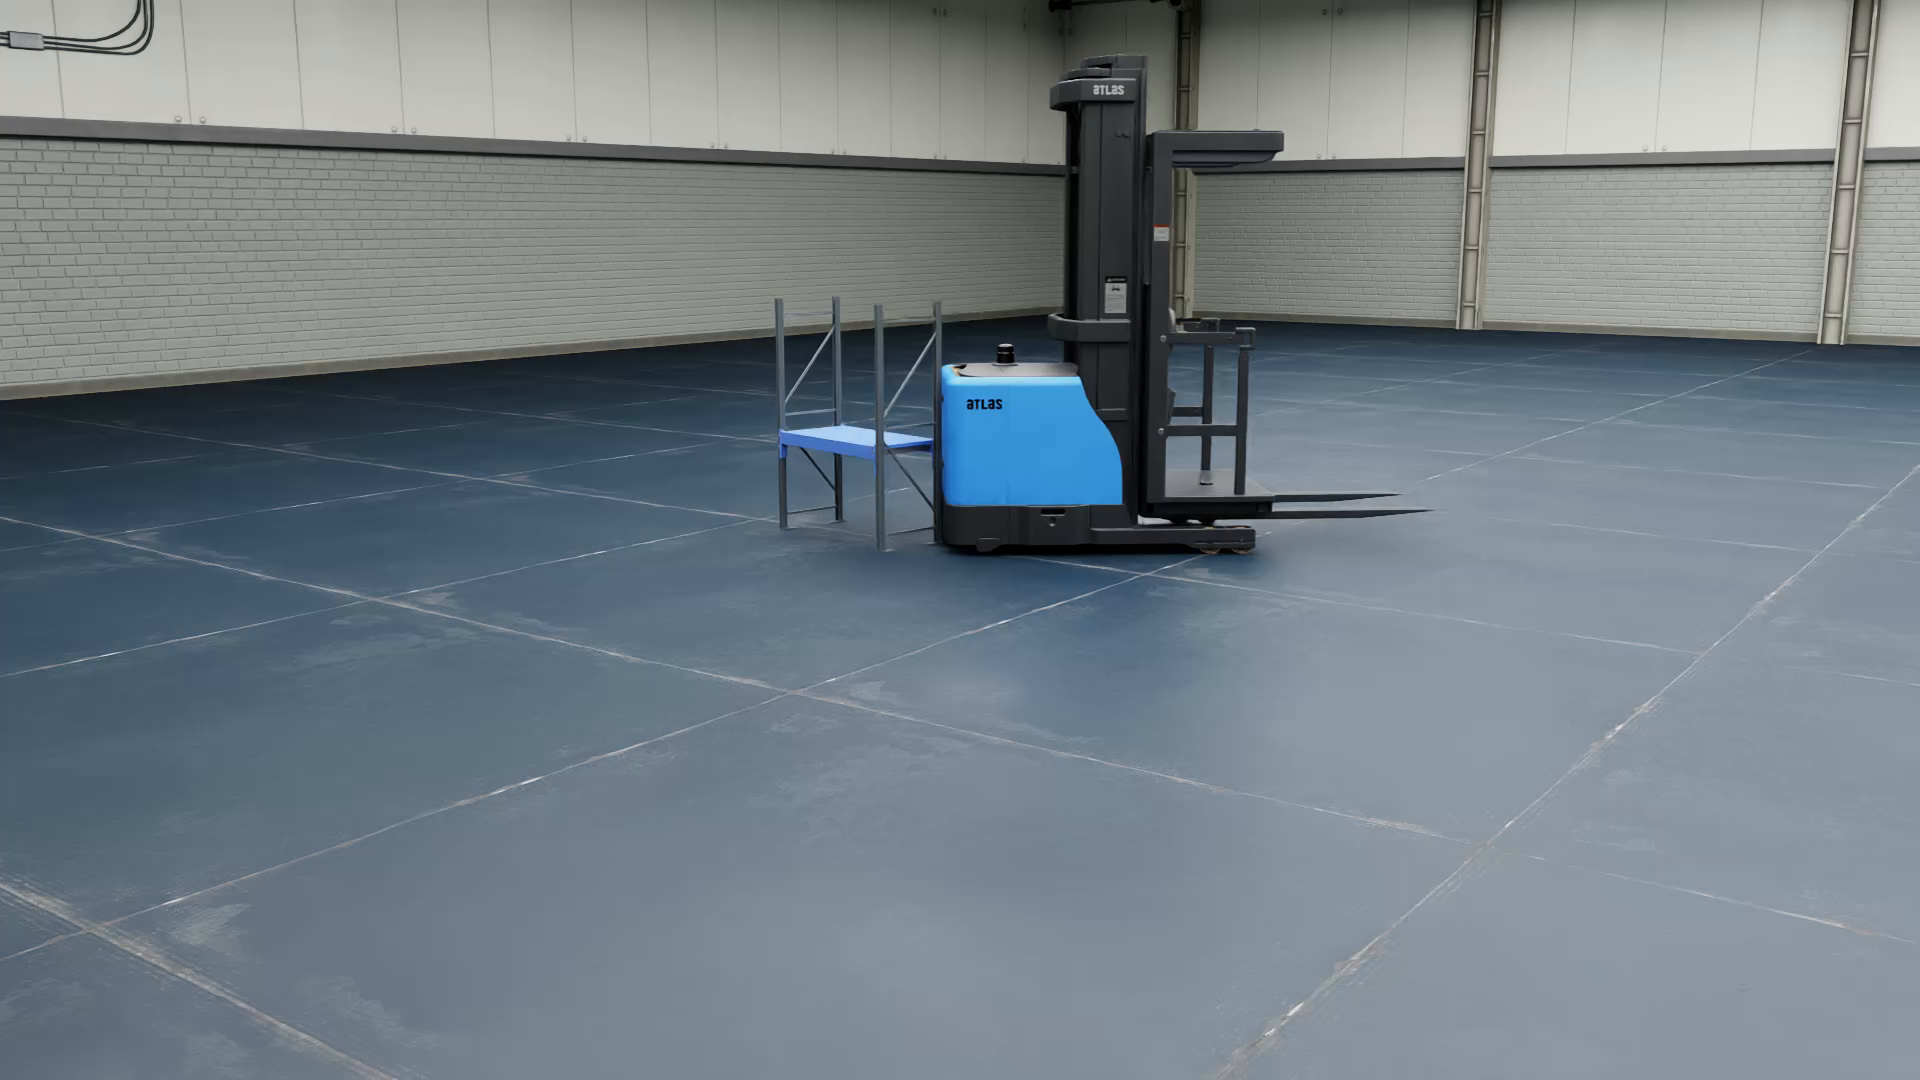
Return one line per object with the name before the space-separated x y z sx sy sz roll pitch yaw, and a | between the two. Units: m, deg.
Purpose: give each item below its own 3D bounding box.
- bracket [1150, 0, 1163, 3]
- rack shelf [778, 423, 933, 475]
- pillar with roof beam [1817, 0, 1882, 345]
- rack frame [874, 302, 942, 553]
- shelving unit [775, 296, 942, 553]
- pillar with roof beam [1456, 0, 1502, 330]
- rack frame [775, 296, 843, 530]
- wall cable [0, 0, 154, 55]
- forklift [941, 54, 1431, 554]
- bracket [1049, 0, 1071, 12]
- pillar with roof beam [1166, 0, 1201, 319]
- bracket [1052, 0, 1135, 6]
bracket | 3.973 -10.726 32.804 0.430 0.232 0.235 8 13 36
rack shelf | -0.647 -0.584 10.545 0.538 0.185 1.000 -9 14 -40
pillar with roof beam | 11.642 -6.958 22.805 0.400 9.000 9.100 8 13 36
rack frame | -0.311 -0.688 10.136 0.500 1.500 0.032 -9 14 -40
shelving unit | -0.647 -0.760 10.510 0.538 1.500 1.048 -9 14 -40
pillar with roof beam | 6.806 -7.633 26.292 0.400 9.000 9.100 8 13 36
rack frame | -0.983 -0.833 10.885 0.500 1.500 0.032 -9 14 -40
wall cable | -10.087 -7.799 18.197 0.169 6.003 2.305 8 13 36
forklift | 1.396 -1.452 10.318 3.031 2.935 1.130 -1 11 -4
bracket | 2.063 -10.992 34.181 0.430 0.232 0.235 8 13 36
pillar with roof beam | 1.970 -8.307 29.779 0.548 9.000 9.100 8 13 36
bracket | 2.539 -10.926 33.838 3.189 0.066 0.076 8 13 36
